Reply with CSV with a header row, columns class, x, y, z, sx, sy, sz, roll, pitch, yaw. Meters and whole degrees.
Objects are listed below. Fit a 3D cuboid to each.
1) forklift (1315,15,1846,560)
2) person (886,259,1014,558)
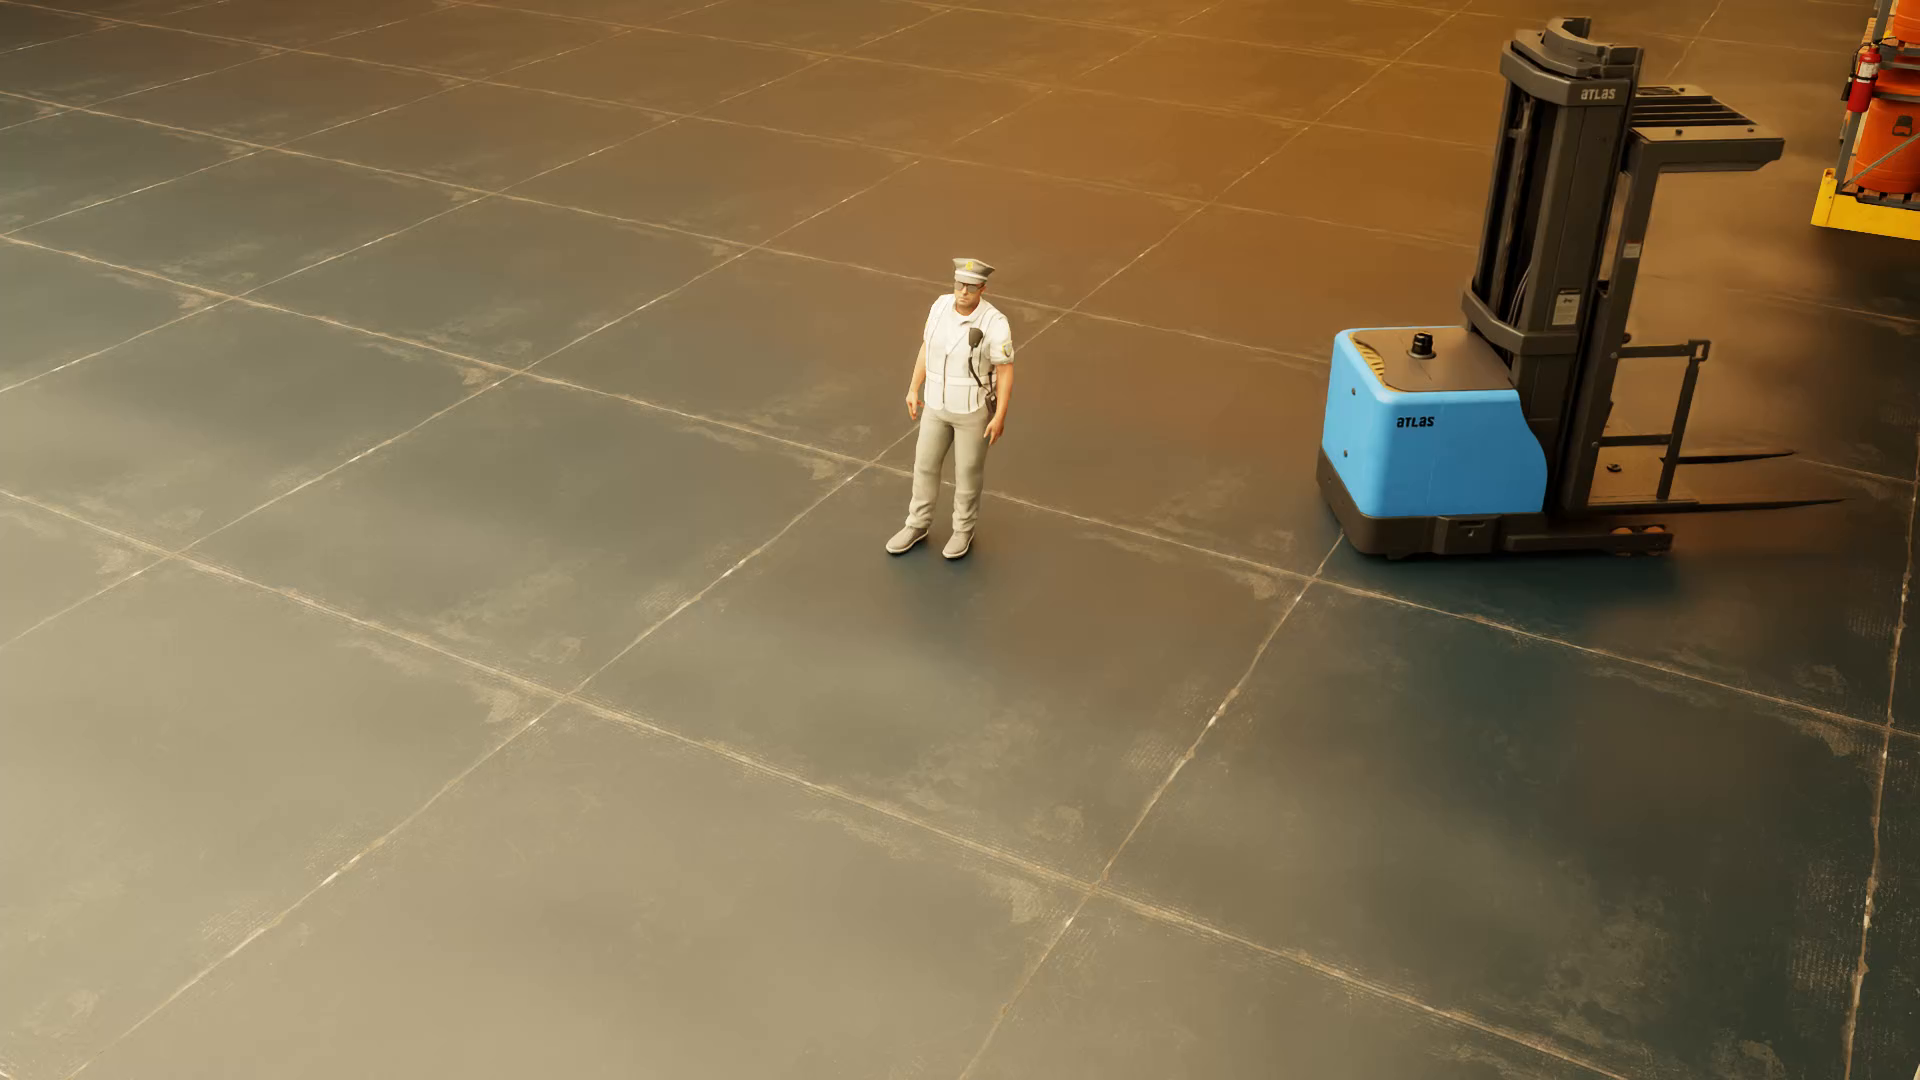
class,x,y,z,sx,sy,sz,roll,pitch,yaw
forklift,3.793,-1.435,9.558,3.031,2.935,1.130,-2,30,-4
person,-0.048,-0.747,9.499,0.641,1.781,0.574,15,33,25
